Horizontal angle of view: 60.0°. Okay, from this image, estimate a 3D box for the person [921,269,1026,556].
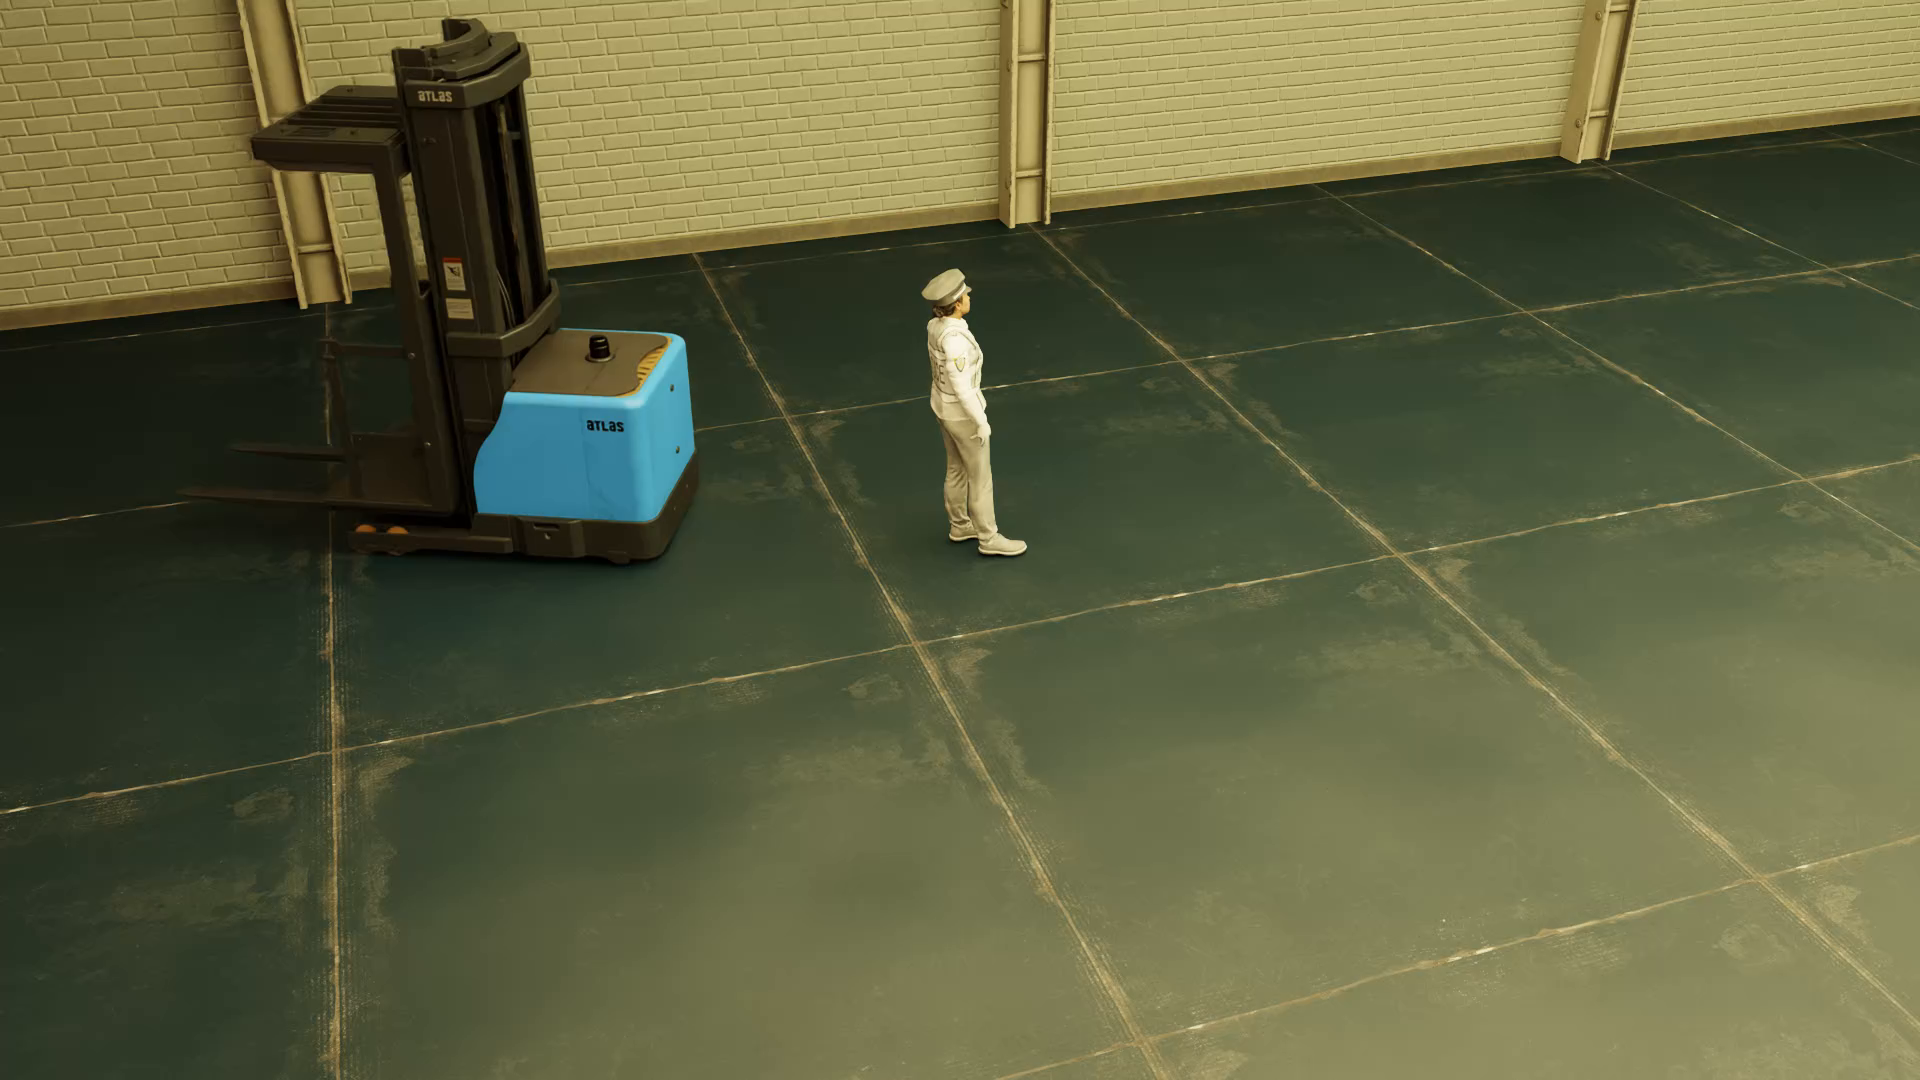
[{"bbox_3d":[0.065,-0.748,9.613,0.533,1.696,0.588,-10,31,-16],"label":"person"}]

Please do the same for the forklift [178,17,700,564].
[{"bbox_3d":[-3.195,-1.437,9.585,3.031,2.935,1.130,3,30,6],"label":"forklift"}]
